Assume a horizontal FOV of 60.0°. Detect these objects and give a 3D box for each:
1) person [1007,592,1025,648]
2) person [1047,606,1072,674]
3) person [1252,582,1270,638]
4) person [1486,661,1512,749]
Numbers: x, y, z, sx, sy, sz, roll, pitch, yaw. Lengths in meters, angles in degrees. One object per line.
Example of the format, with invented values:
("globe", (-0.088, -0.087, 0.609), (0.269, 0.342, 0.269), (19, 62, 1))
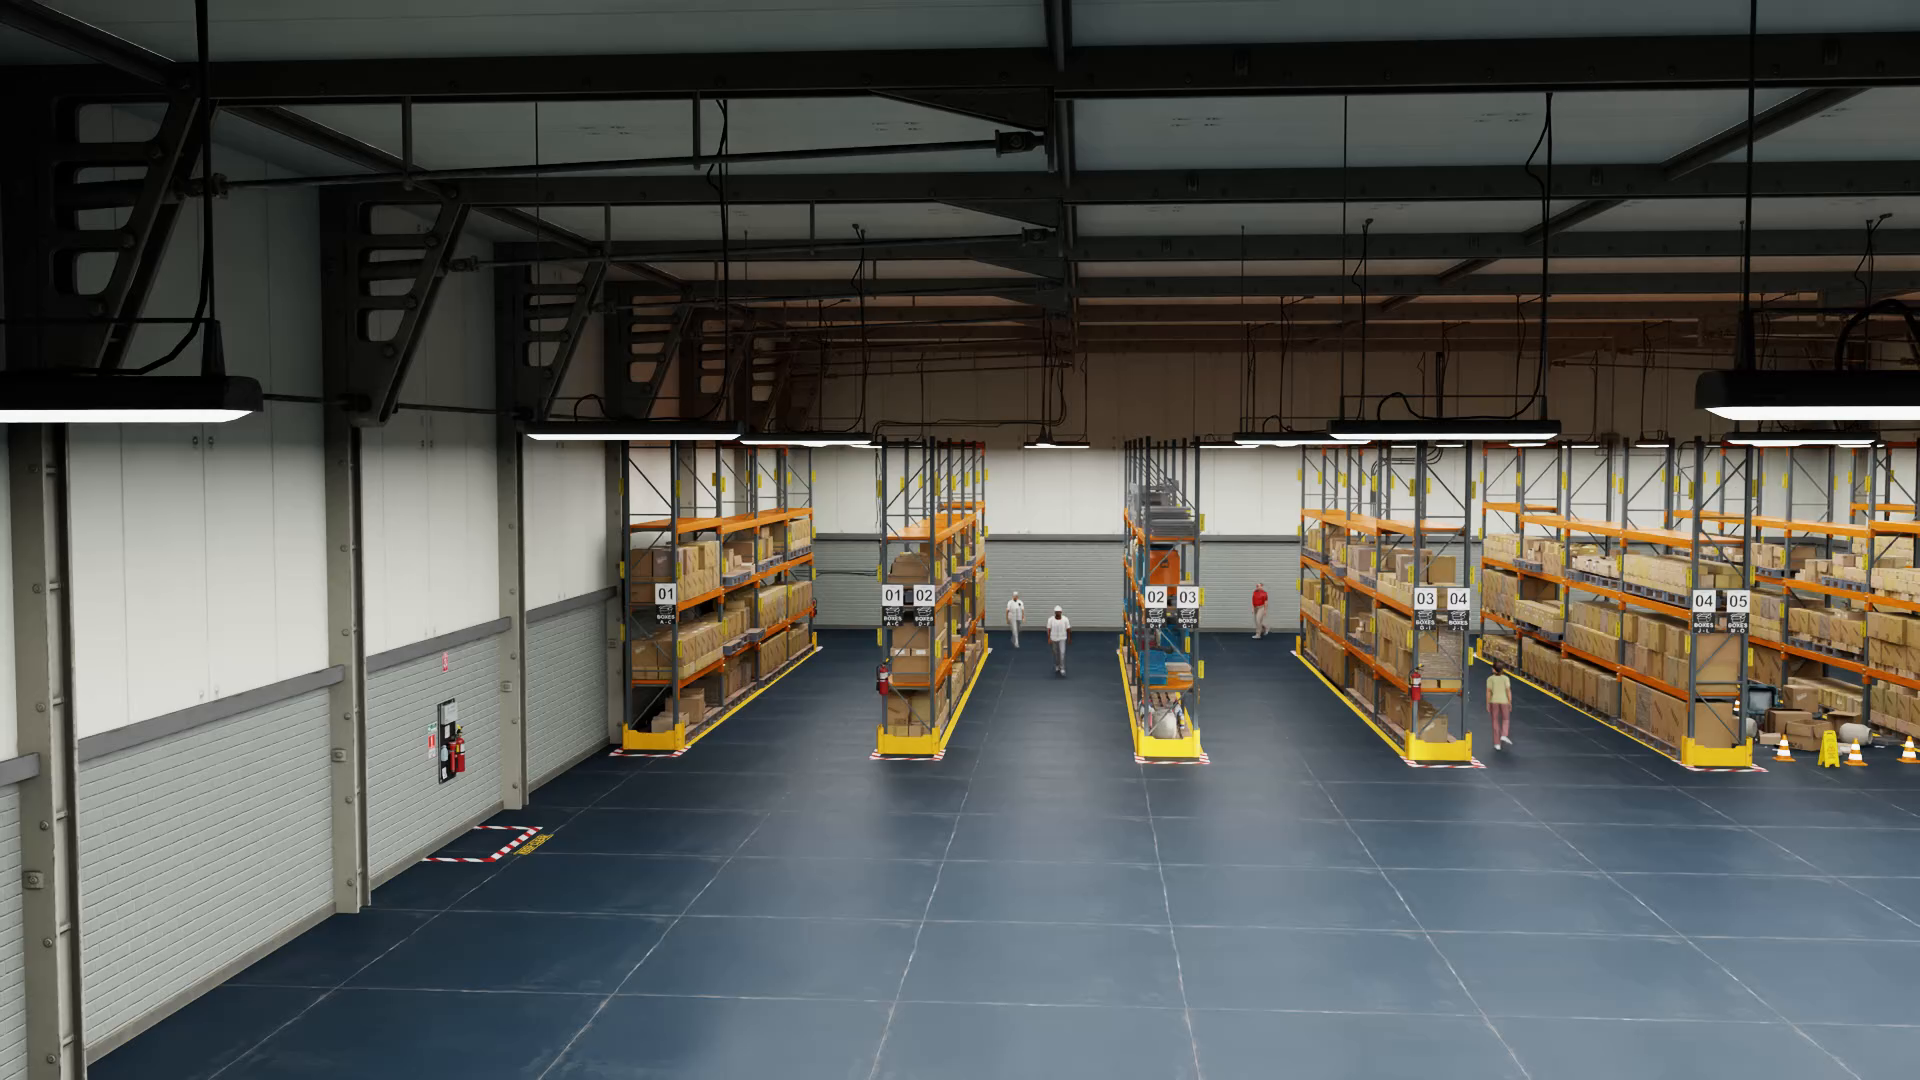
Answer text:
("person", (1.620, 2.312, 48.459), (0.480, 1.601, 1.053), (-1, 3, -20))
("person", (2.527, 2.549, 42.677), (0.616, 1.716, 0.966), (1, 3, 13))
("person", (9.207, 2.137, 50.876), (0.834, 1.691, 0.548), (-2, 4, -32))
("person", (10.366, 3.186, 31.987), (0.489, 1.634, 0.471), (1, 3, 15))
